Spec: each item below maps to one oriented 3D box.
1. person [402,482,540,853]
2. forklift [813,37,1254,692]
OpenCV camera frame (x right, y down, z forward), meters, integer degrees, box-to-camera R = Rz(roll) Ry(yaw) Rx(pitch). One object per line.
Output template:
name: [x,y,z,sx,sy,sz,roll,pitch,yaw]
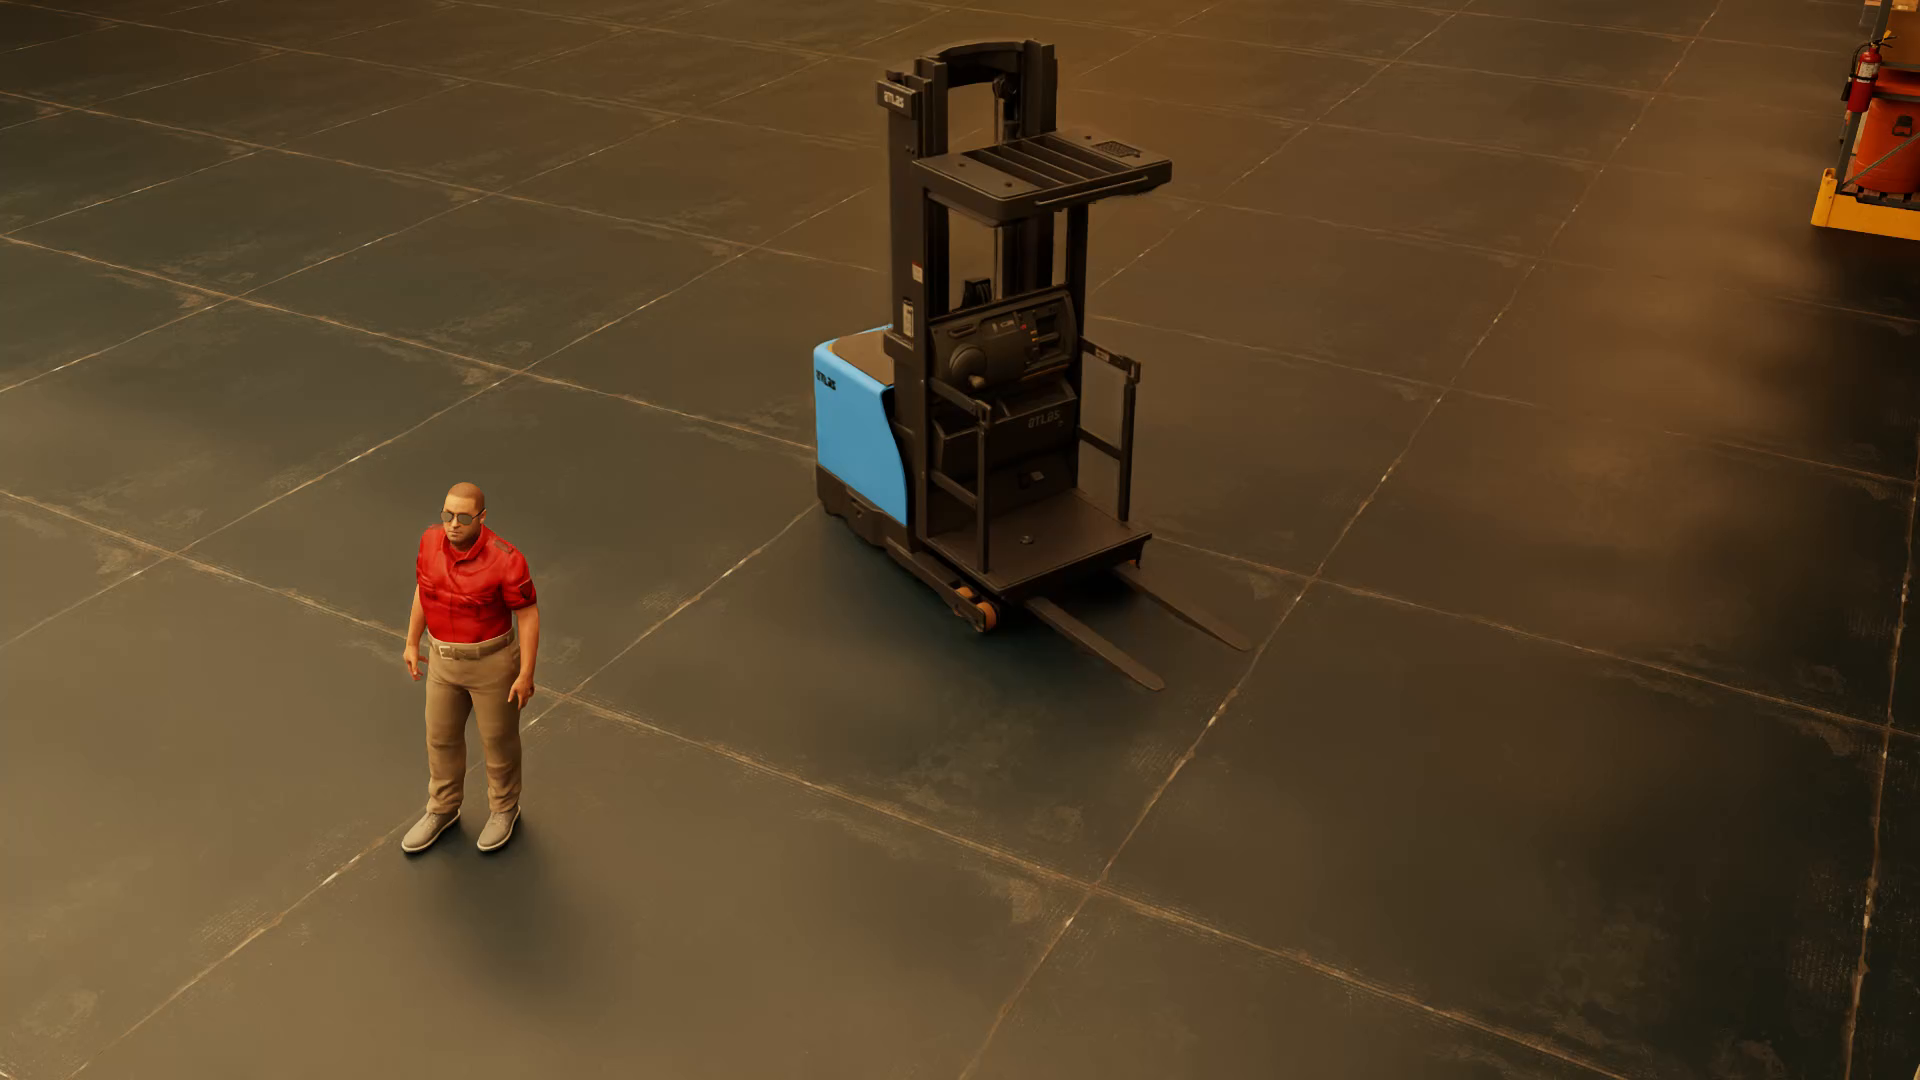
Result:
person: [-2.169,0.584,7.248,0.640,1.727,0.551,9,31,15]
forklift: [0.371,-1.039,8.871,1.130,2.935,3.031,-20,35,-30]
